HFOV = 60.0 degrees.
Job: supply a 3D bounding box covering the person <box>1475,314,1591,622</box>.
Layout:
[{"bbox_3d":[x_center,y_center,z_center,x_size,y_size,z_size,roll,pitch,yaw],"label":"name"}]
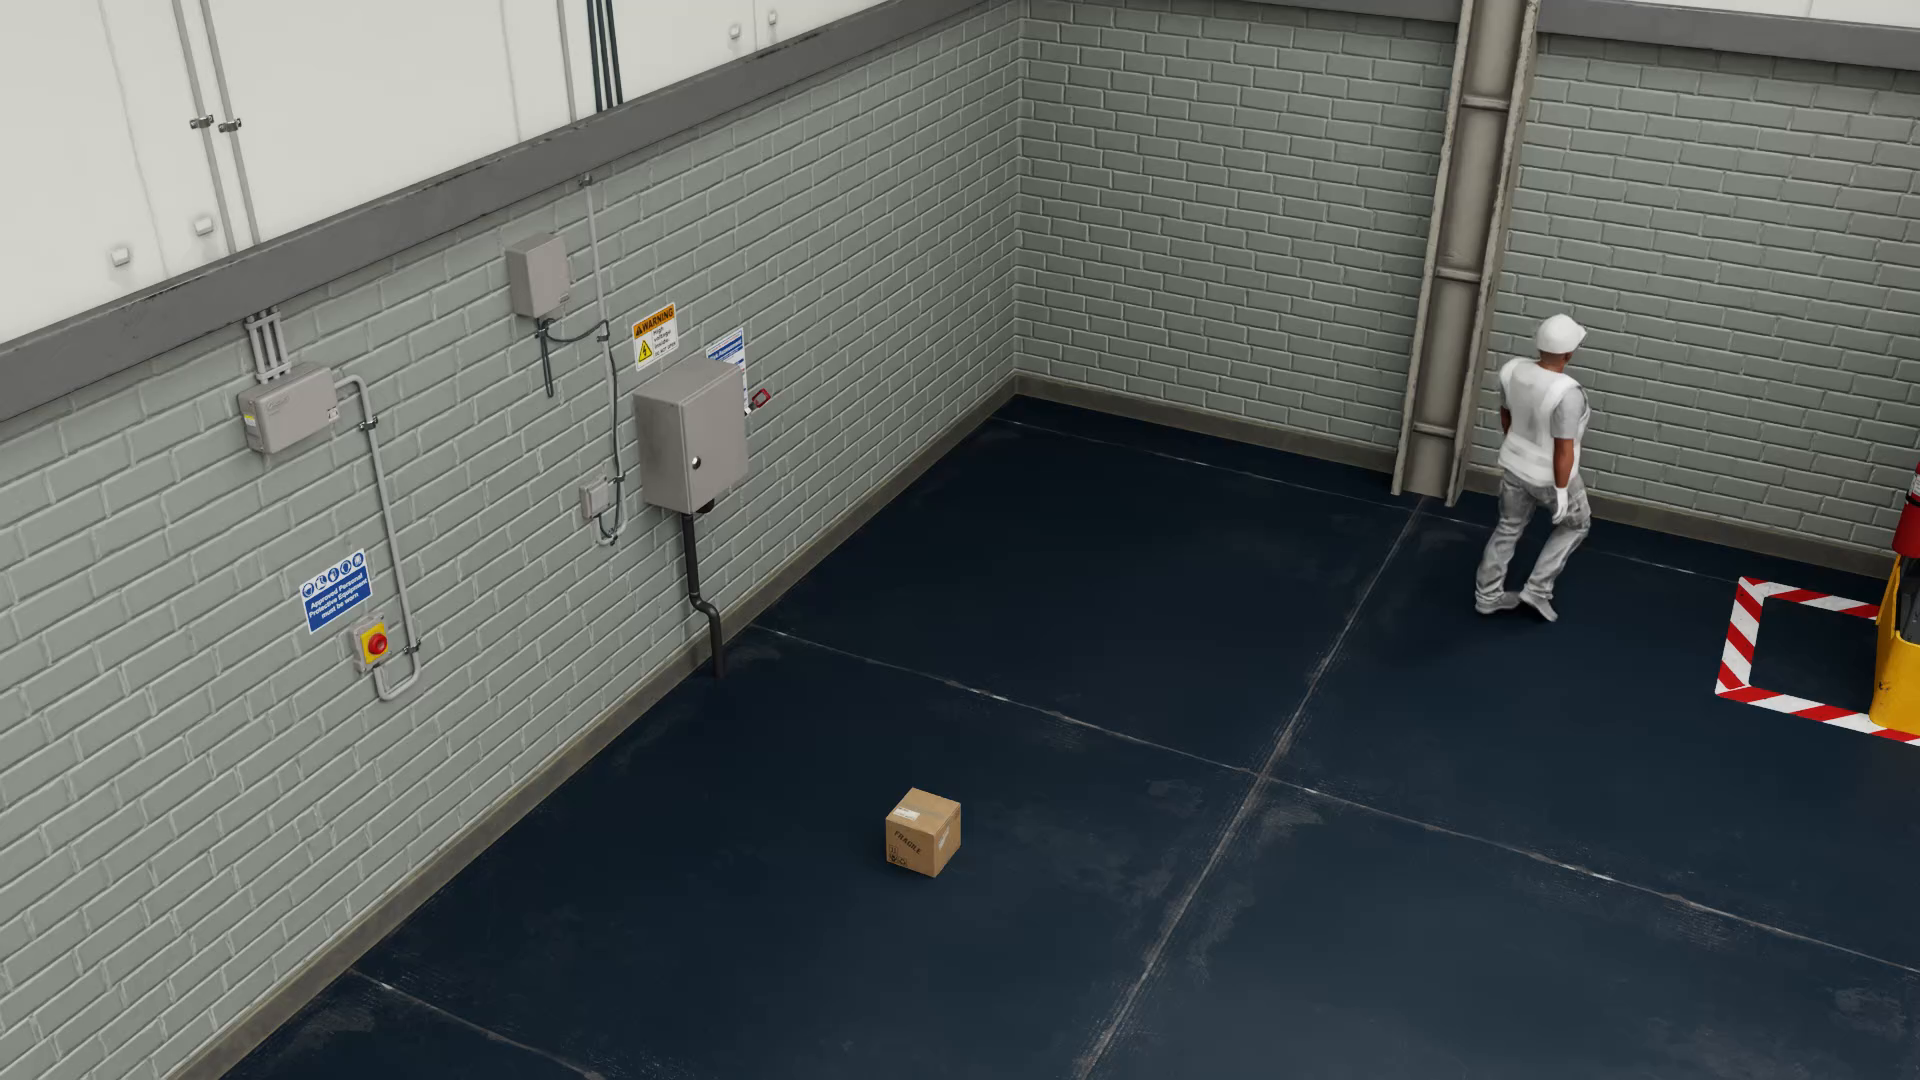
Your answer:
[{"bbox_3d":[3.131,-0.368,8.923,0.487,1.832,0.598,-15,33,-24],"label":"person"}]
